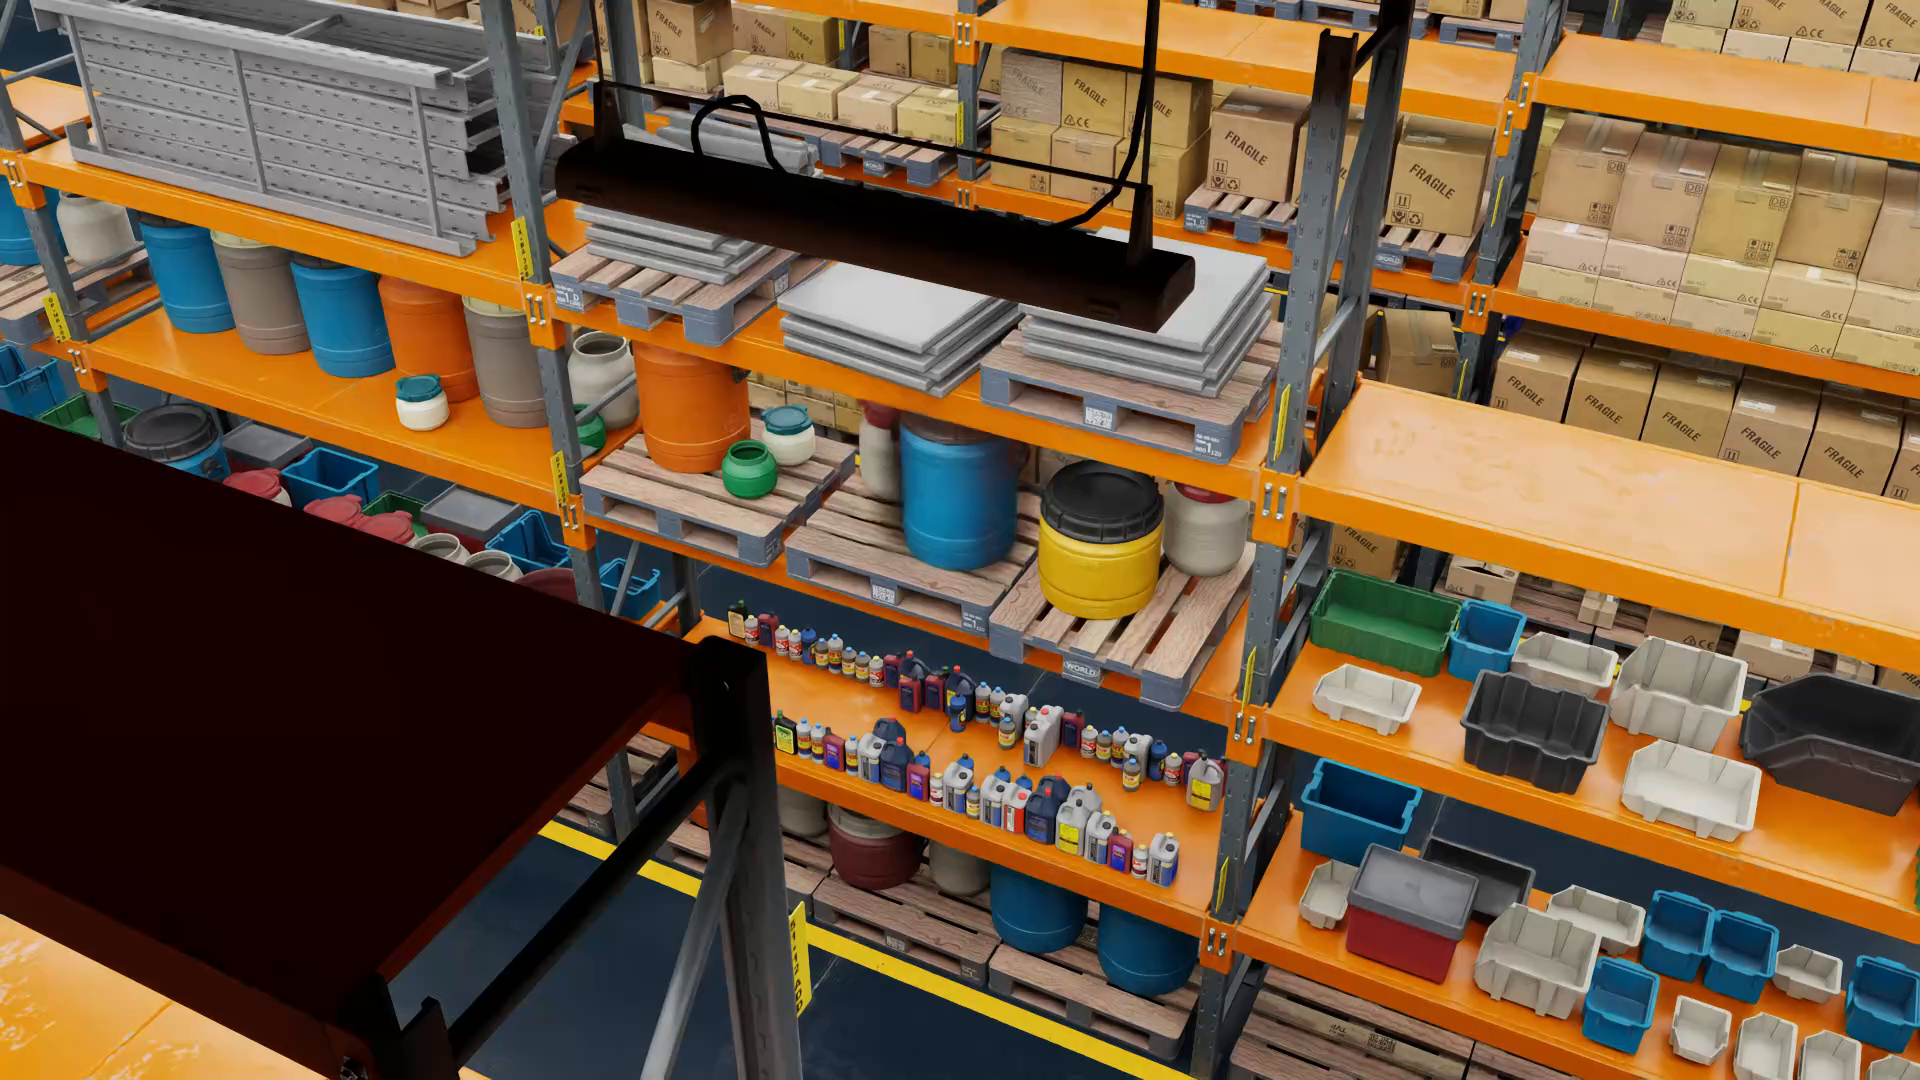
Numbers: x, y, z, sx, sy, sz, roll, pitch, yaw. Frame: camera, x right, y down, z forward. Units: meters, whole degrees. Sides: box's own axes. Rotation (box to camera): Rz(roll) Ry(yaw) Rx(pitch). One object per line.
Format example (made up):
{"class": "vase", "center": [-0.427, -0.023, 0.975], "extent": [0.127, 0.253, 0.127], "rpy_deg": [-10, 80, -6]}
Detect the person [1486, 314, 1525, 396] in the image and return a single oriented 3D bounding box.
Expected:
{"class": "person", "center": [4.939, -1.697, 14.878], "extent": [1.053, 1.586, 0.508], "rpy_deg": [9, 36, 13]}
